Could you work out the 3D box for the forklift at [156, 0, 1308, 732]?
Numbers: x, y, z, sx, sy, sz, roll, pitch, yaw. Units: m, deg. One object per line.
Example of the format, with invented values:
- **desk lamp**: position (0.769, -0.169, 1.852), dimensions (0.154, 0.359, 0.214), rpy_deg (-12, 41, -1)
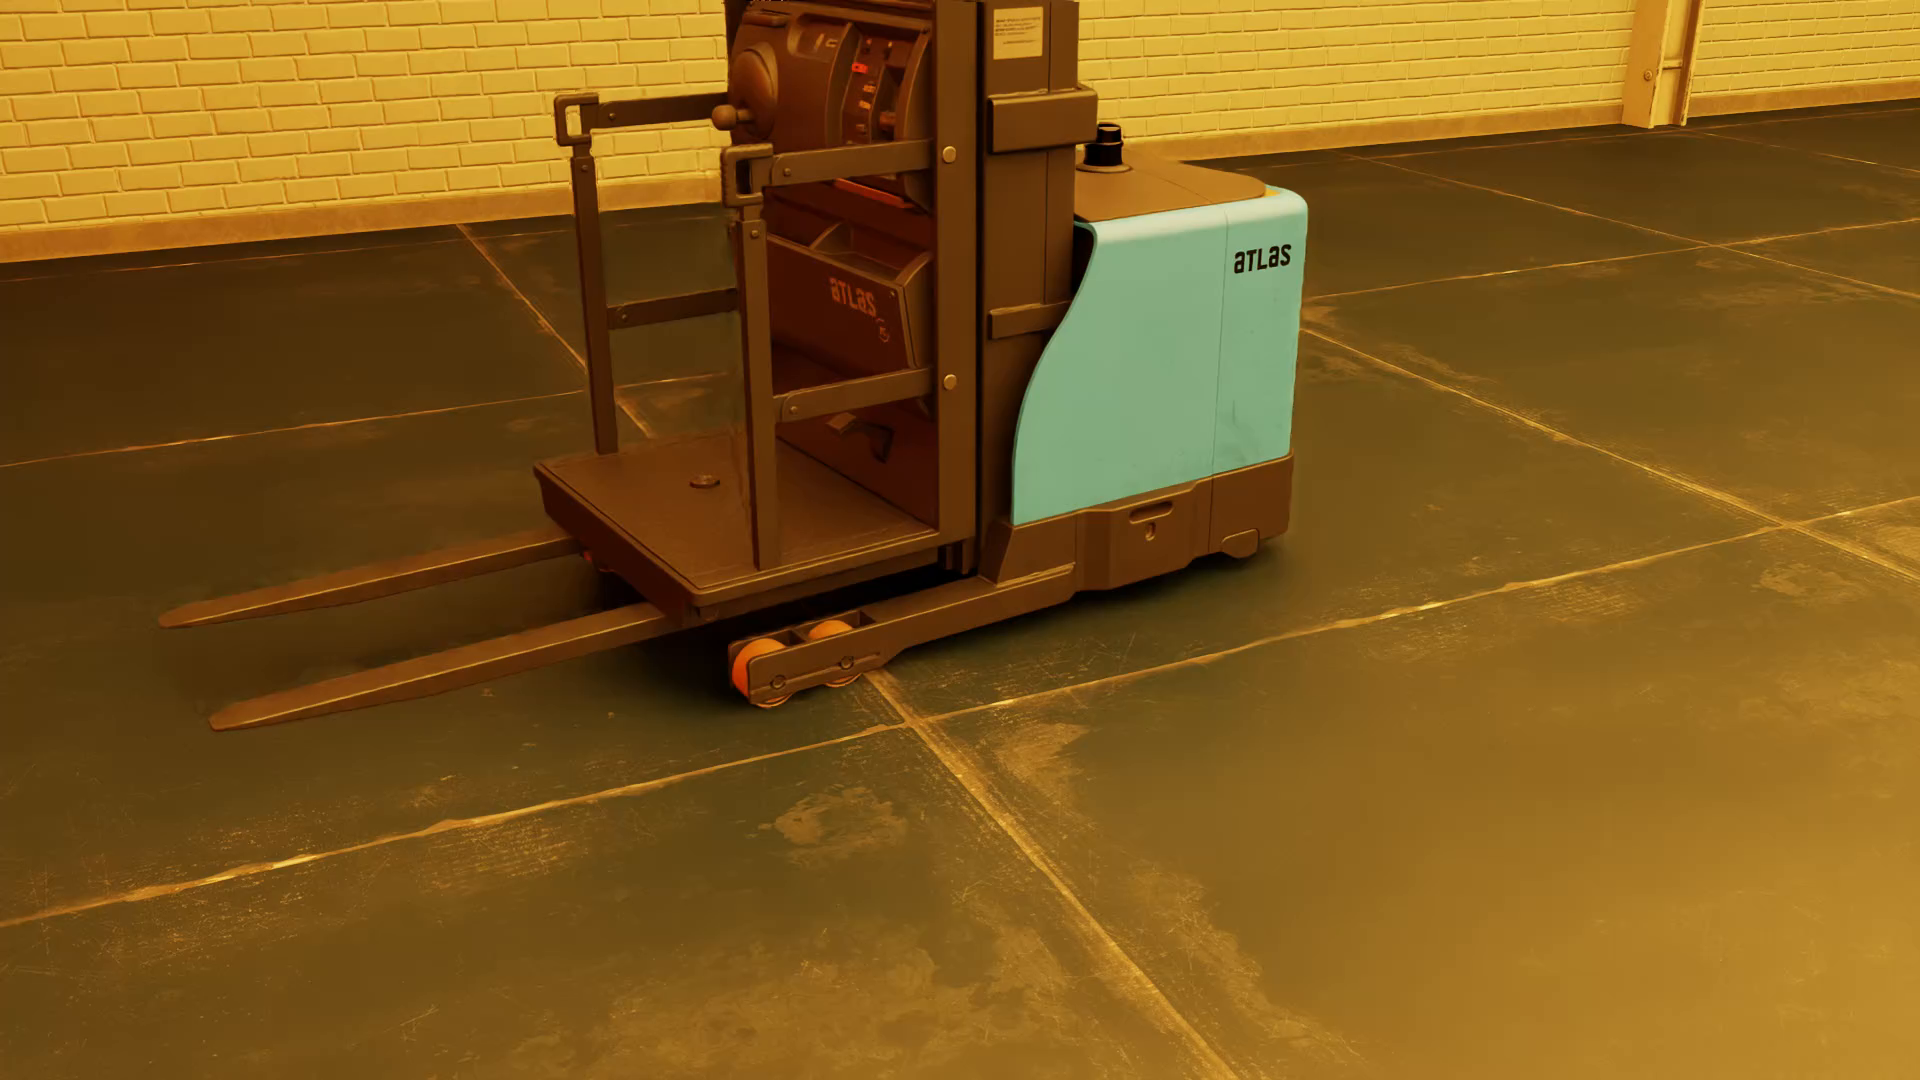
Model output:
- **forklift**: position (-0.519, -1.170, 4.103), dimensions (3.031, 2.935, 1.130), rpy_deg (-14, 27, -31)
